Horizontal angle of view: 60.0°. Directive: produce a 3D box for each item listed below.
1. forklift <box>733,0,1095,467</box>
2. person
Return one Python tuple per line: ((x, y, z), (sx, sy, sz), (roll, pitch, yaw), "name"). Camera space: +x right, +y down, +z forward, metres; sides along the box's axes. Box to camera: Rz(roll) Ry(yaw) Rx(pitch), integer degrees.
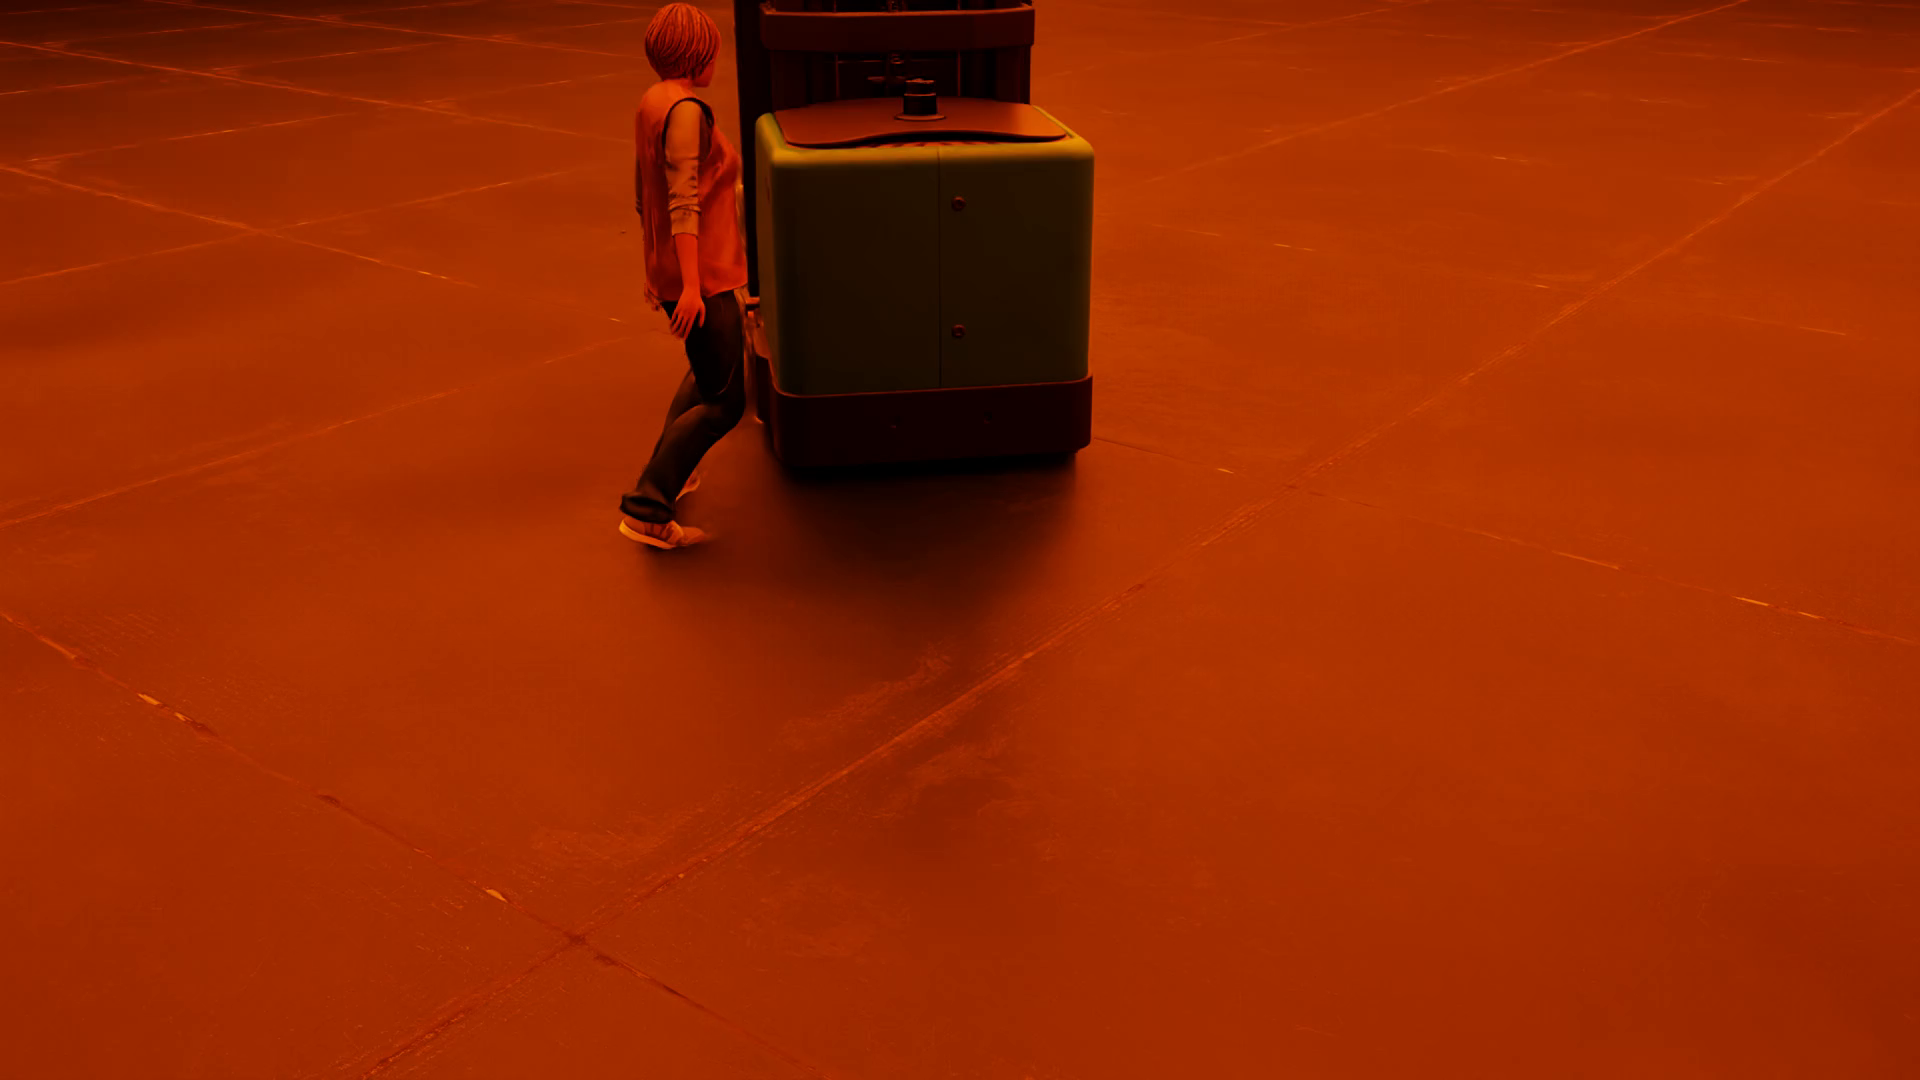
((-0.324, -2.135, 6.254), (1.130, 2.935, 3.031), (-4, 24, -9), "forklift")
((-0.844, -0.732, 4.826), (0.440, 1.548, 0.747), (-8, 25, -18), "person")
